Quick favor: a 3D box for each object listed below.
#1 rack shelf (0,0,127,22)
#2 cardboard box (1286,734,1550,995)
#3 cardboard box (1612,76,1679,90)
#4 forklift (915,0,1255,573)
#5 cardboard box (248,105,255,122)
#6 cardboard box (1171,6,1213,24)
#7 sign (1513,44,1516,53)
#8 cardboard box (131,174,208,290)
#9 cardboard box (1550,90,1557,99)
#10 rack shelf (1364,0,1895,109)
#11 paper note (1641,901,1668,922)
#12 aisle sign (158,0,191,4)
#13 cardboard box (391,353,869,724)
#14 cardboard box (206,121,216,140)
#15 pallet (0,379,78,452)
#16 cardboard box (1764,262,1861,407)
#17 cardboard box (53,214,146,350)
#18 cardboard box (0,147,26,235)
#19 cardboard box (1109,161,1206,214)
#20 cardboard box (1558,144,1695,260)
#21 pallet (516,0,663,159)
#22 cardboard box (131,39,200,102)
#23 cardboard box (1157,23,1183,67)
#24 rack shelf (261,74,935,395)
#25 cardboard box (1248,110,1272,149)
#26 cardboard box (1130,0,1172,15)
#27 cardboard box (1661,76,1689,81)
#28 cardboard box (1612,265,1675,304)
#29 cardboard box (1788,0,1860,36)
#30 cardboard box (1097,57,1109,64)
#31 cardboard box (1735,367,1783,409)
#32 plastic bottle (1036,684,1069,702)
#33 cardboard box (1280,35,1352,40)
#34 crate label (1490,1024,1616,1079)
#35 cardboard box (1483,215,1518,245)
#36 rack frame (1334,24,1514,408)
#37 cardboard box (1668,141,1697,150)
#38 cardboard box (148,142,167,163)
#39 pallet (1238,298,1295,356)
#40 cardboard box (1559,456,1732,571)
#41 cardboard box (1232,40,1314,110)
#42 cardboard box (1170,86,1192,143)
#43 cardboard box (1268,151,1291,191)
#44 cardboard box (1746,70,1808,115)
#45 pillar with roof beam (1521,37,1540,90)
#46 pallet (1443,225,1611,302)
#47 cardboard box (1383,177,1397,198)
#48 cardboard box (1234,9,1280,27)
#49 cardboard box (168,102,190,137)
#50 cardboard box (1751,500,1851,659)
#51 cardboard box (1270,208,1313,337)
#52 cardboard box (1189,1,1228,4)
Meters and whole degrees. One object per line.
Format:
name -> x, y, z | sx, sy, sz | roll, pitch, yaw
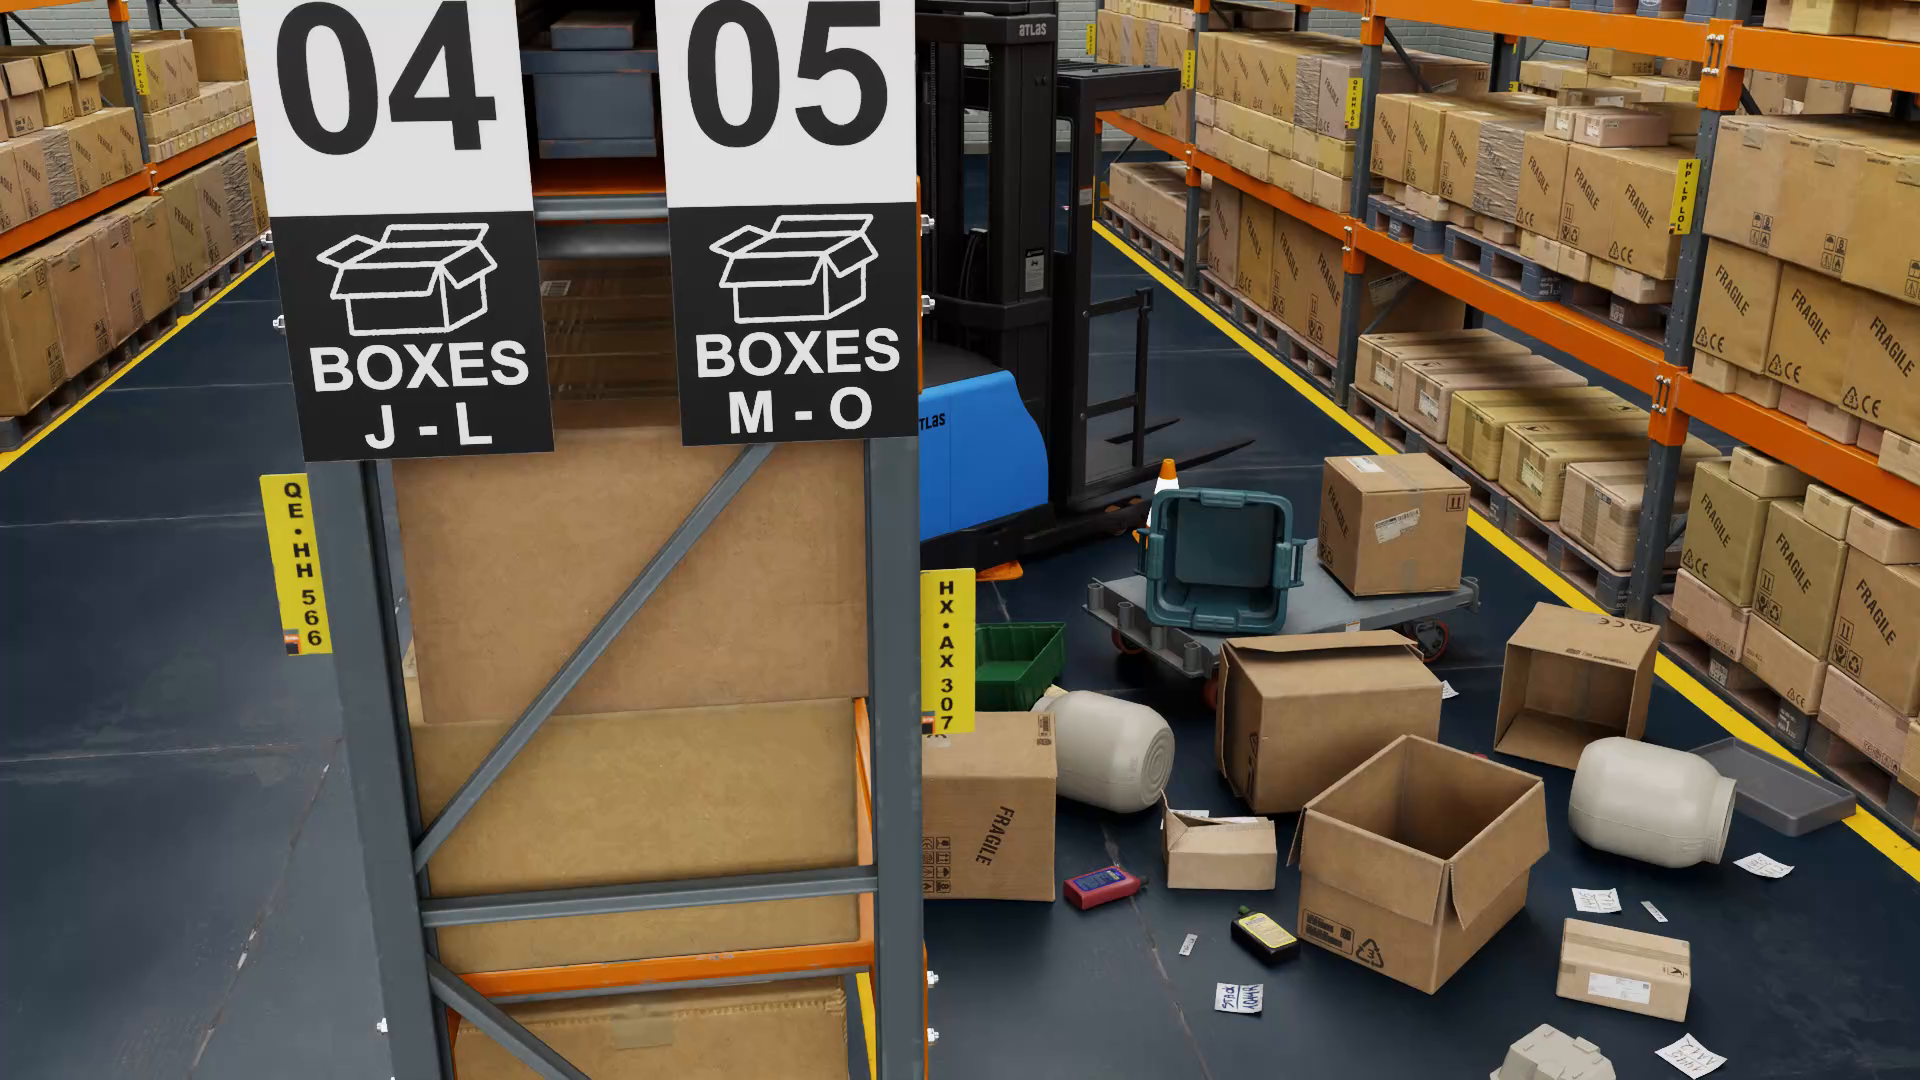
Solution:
rack shelf -> -6.937, -3.641, 11.419 | 1.077, 0.370, 4.000 | -3, 21, -8
cardboard box -> 1.553, 1.079, 5.609 | 0.637, 0.503, 0.797 | 17, 27, 39
cardboard box -> 7.032, -4.596, 17.023 | 0.500, 0.250, 0.500 | -3, 21, -8
forklift -> 0.467, -1.519, 9.093 | 3.031, 2.935, 1.130 | -17, 27, -39
cardboard box -> -7.385, -4.336, 16.897 | 0.380, 0.149, 0.250 | -3, 21, -7
cardboard box -> 2.211, -4.945, 15.670 | 0.380, 0.149, 0.250 | -3, 21, -8
sign -> 6.379, -5.780, 19.167 | 0.100, 0.325, 0.005 | -3, 21, -8
cardboard box -> -7.241, -2.699, 14.593 | 0.875, 0.875, 0.875 | -3, 21, -8
cardboard box -> 6.847, -4.981, 18.625 | 0.380, 0.149, 0.250 | -3, 21, -8
rack shelf -> 3.446, -2.756, 9.049 | 1.077, 0.370, 4.000 | -3, 21, -8
paper note -> 2.404, 1.286, 5.758 | 0.032, 0.001, 0.123 | -3, 21, -8
aisle sign -> -8.109, -5.878, 16.951 | 0.394, 0.787, 0.004 | -3, 21, -8
cardboard box -> -0.588, -0.032, 3.258 | 0.875, 0.550, 0.550 | -3, 21, -8
cardboard box -> -7.165, -3.806, 15.480 | 0.380, 0.149, 0.250 | -4, 21, -9
pallet -> -6.687, -0.851, 11.193 | 1.003, 0.211, 1.213 | -3, 21, -8
cardboard box -> 3.618, -0.842, 6.617 | 0.500, 0.500, 0.500 | -3, 21, -8
cardboard box -> -6.983, -1.937, 12.551 | 1.225, 0.875, 0.875 | -4, 21, -10
cardboard box -> -6.526, -2.288, 10.911 | 0.500, 0.500, 0.500 | -3, 21, -9
cardboard box -> 2.199, -3.923, 18.494 | 0.875, 0.438, 0.875 | -4, 21, -10
cardboard box -> 3.368, -1.698, 8.308 | 0.500, 0.500, 0.500 | -3, 21, -7
pallet -> -0.690, -0.946, 3.301 | 1.003, 0.211, 1.213 | -3, 21, -8
cardboard box -> -7.184, -4.215, 14.932 | 0.500, 0.500, 0.500 | -4, 21, -9
cardboard box -> 2.175, -4.606, 15.689 | 0.500, 0.500, 0.500 | -3, 21, -9
rack shelf -> -0.861, -1.086, 4.579 | 1.077, 0.370, 4.000 | -3, 21, -8
cardboard box -> 2.590, -3.232, 13.083 | 0.500, 0.250, 0.500 | -4, 21, -9
cardboard box -> 1.960, -5.471, 17.078 | 0.380, 0.149, 0.250 | -3, 21, -7
cardboard box -> 7.537, -4.623, 17.096 | 0.500, 0.250, 0.500 | -2, 21, -7
cardboard box -> 3.387, -1.239, 8.004 | 0.380, 0.149, 0.250 | -3, 21, -7
cardboard box -> 3.517, -2.069, 6.540 | 0.380, 0.149, 0.250 | -3, 21, -8
cardboard box -> 1.790, -5.016, 18.217 | 0.500, 0.500, 0.500 | -3, 21, -8
cardboard box -> 3.550, -0.668, 7.075 | 0.380, 0.149, 0.250 | -2, 21, -6
plastic bottle -> 0.384, 0.685, 7.294 | 0.133, 0.061, 0.283 | -15, 25, -35
cardboard box -> 2.976, -3.960, 13.959 | 0.500, 0.500, 0.500 | -3, 21, -7
crate label -> 1.749, 1.551, 4.866 | 0.250, 0.136, 0.298 | -15, 25, -35
cardboard box -> 3.206, -1.775, 9.441 | 0.380, 0.149, 0.250 | -2, 21, -6
rack frame -> 3.158, -2.380, 11.302 | 1.000, 3.000, 0.127 | -3, 21, -8
cardboard box -> 3.878, -1.728, 8.388 | 0.500, 0.500, 0.500 | -3, 21, -8
cardboard box -> -6.938, -3.267, 14.035 | 0.380, 0.149, 0.250 | -3, 21, -8
pallet -> 2.946, -1.772, 13.659 | 1.003, 0.211, 1.213 | -3, 21, -8
cardboard box -> 3.657, -0.142, 8.466 | 0.950, 0.372, 0.625 | -3, 21, -7
cardboard box -> 2.531, -3.765, 13.438 | 0.500, 0.500, 0.500 | -3, 21, -9
cardboard box -> 2.262, -3.960, 15.388 | 0.500, 0.500, 0.500 | -3, 21, -7
cardboard box -> 2.682, -2.823, 12.702 | 0.500, 0.250, 0.500 | -3, 21, -8
cardboard box -> 7.416, -3.902, 14.634 | 0.700, 0.500, 0.500 | -3, 21, -7
pillar with roof beam -> 3.159, -8.974, 20.382 | 9.100, 9.000, 0.400 | -3, 21, -8
pallet -> 3.484, -1.607, 9.506 | 1.003, 0.211, 1.213 | -3, 21, -8
cardboard box -> 3.021, -2.337, 10.946 | 0.380, 0.149, 0.250 | -4, 21, -11
cardboard box -> 2.740, -4.795, 15.267 | 0.380, 0.149, 0.250 | -3, 21, -7
cardboard box -> -7.100, -3.683, 14.578 | 0.500, 0.250, 0.500 | -3, 21, -8
cardboard box -> 3.641, 0.147, 6.792 | 0.500, 0.500, 0.500 | -2, 21, -6
cardboard box -> 3.016, -2.134, 13.079 | 0.875, 0.875, 0.875 | -3, 21, -7
cardboard box -> 2.512, -5.324, 16.685 | 0.380, 0.149, 0.250 | -2, 21, -6
